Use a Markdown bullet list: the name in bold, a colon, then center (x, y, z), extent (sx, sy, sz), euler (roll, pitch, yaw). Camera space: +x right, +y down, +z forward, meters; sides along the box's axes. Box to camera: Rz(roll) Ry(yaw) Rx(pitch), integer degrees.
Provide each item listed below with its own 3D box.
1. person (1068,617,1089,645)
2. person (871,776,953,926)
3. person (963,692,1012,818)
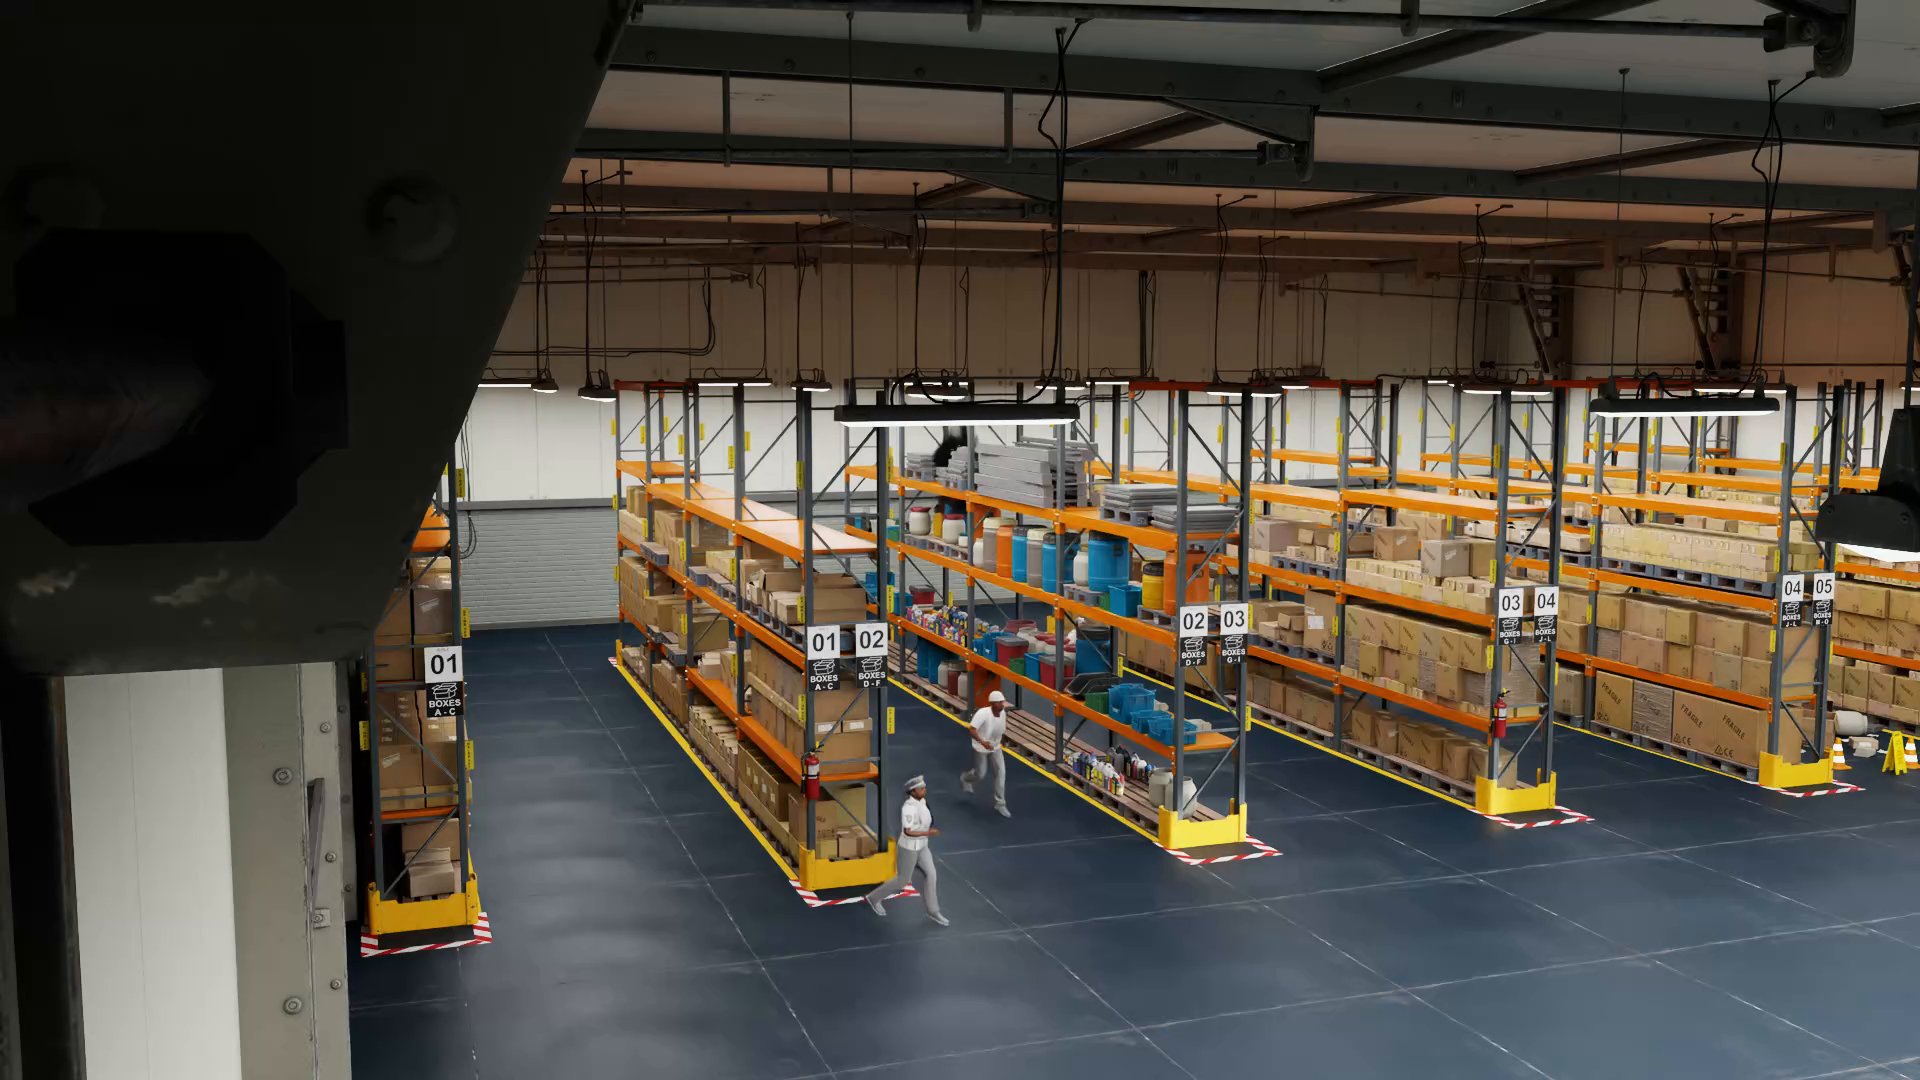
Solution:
- **person**: center (2.261, 2.264, 30.830), extent (0.581, 1.714, 0.726), euler (-2, 7, -22)
- **person**: center (-0.507, 3.506, 18.856), extent (0.900, 1.707, 0.588), euler (2, 6, 21)
- **person**: center (0.408, 2.995, 23.595), extent (0.699, 1.753, 1.030), euler (-4, 7, -36)
